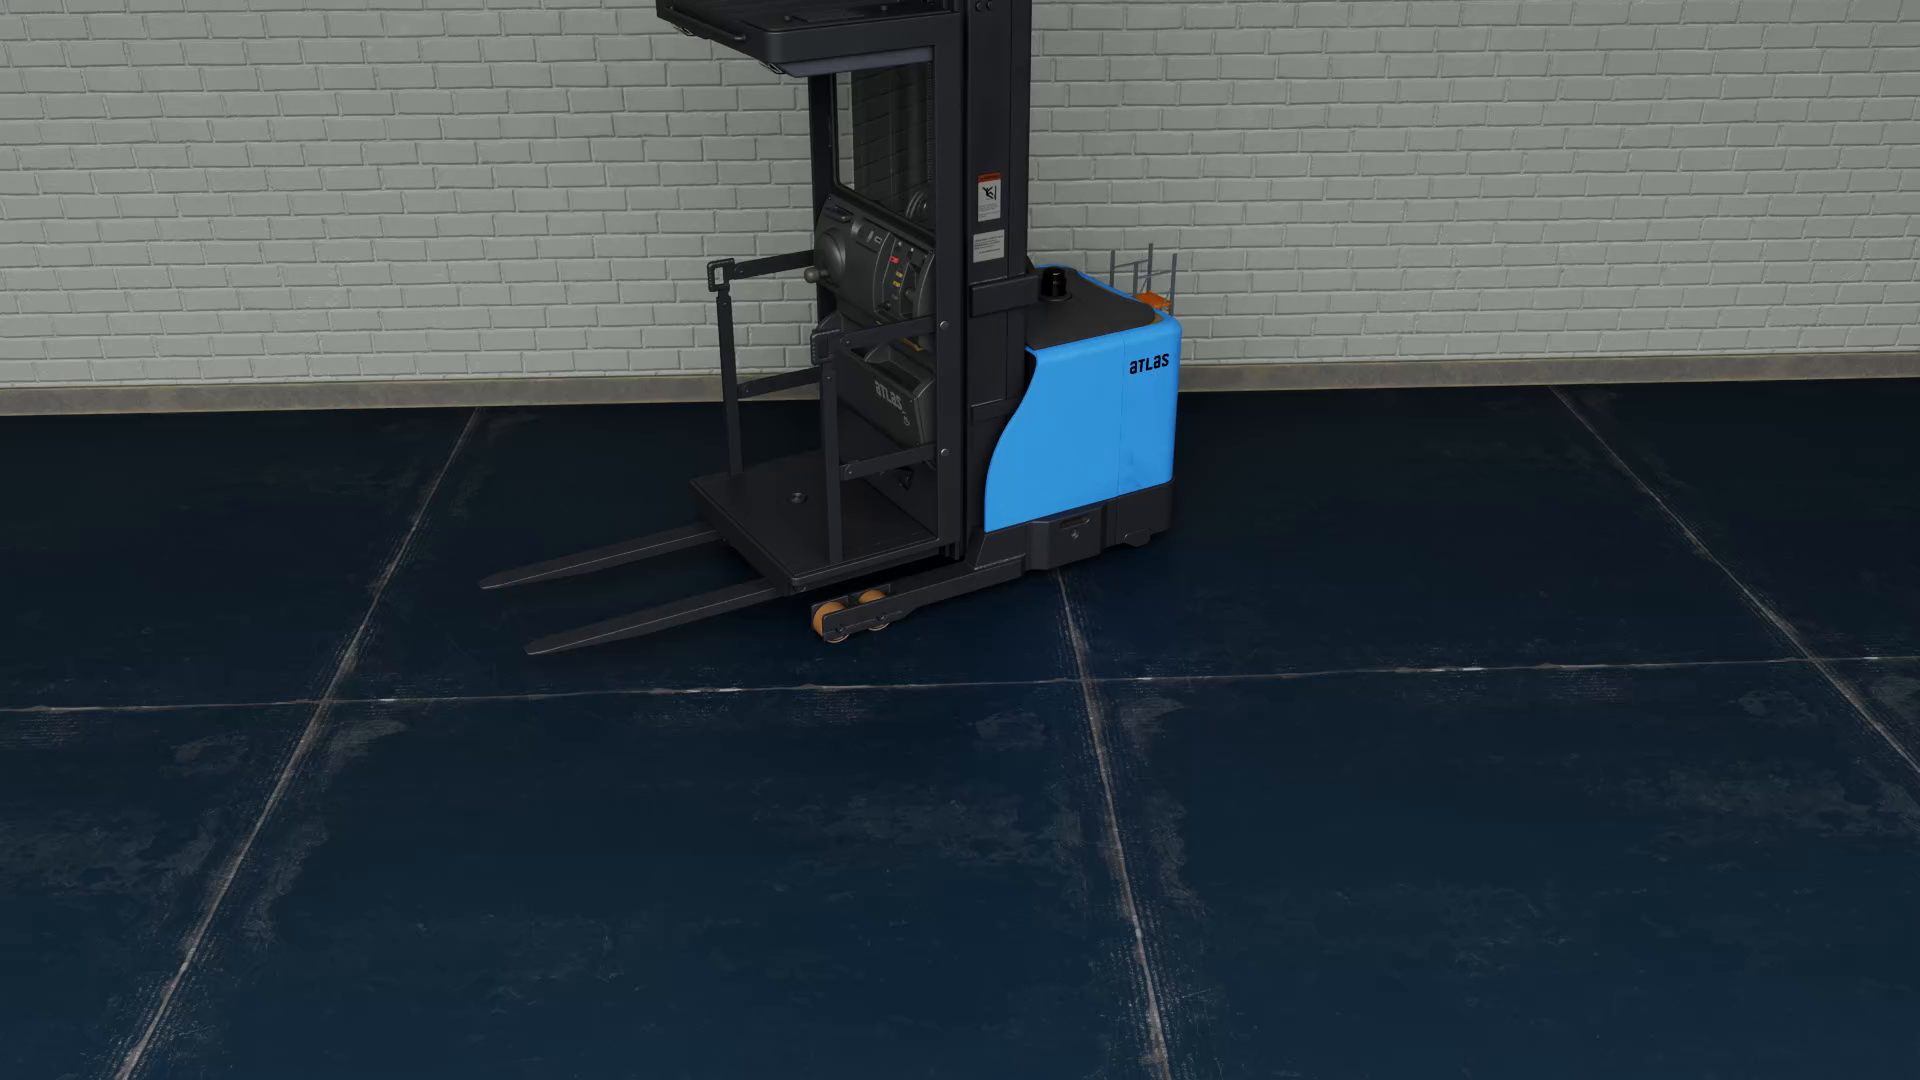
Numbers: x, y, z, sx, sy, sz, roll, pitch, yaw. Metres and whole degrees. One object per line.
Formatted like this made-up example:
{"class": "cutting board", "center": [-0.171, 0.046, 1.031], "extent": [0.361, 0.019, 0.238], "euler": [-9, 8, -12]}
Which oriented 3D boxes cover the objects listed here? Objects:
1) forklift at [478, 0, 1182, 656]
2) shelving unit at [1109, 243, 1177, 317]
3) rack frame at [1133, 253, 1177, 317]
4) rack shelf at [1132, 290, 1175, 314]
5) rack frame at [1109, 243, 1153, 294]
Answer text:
{"class": "forklift", "center": [-0.539, -1.151, 6.787], "extent": [3.031, 2.935, 1.130], "euler": [-15, 31, -27]}
{"class": "shelving unit", "center": [0.854, -0.805, 7.995], "extent": [0.258, 1.200, 0.189], "euler": [-15, 31, -27]}
{"class": "rack frame", "center": [0.901, -0.768, 7.926], "extent": [0.240, 1.200, 0.006], "euler": [-15, 31, -27]}
{"class": "rack shelf", "center": [0.854, -1.084, 7.849], "extent": [0.258, 0.103, 0.180], "euler": [-15, 31, -27]}
{"class": "rack frame", "center": [0.807, -0.841, 8.065], "extent": [0.240, 1.200, 0.006], "euler": [-15, 31, -27]}
